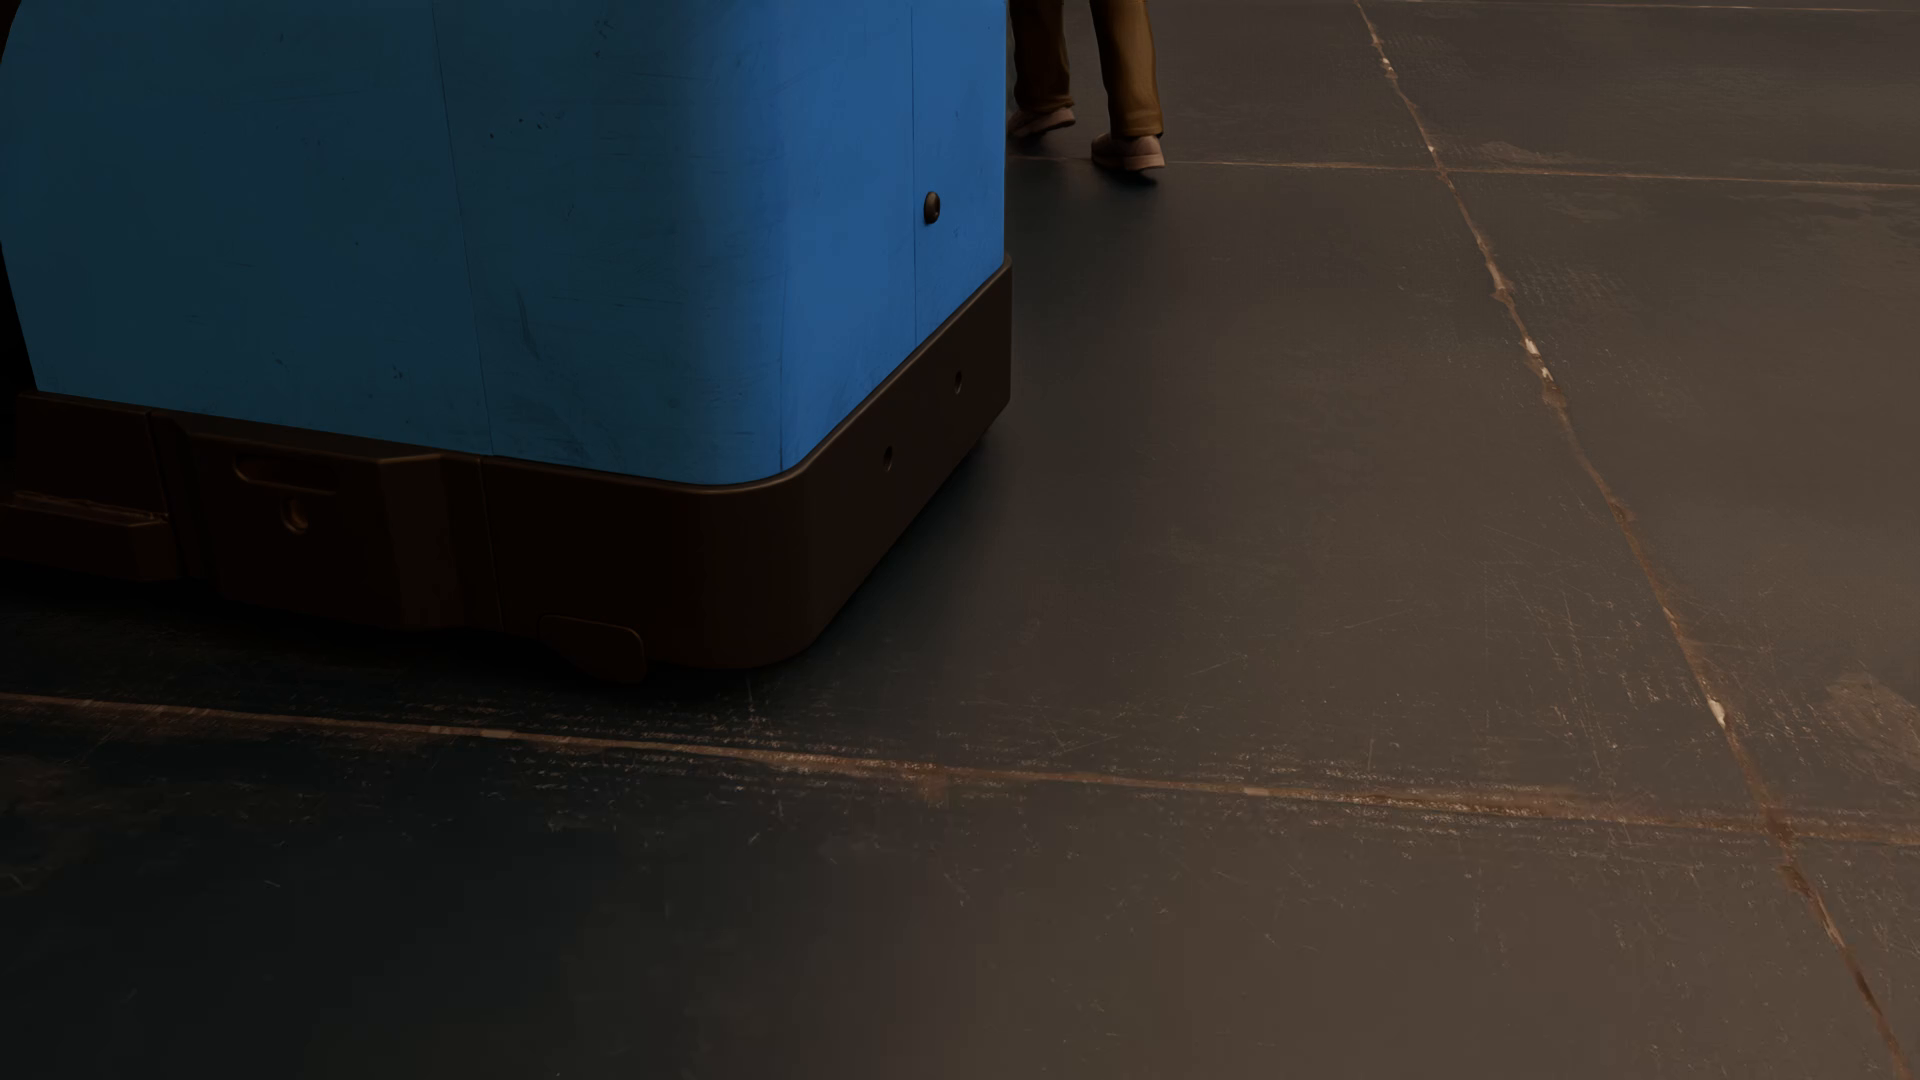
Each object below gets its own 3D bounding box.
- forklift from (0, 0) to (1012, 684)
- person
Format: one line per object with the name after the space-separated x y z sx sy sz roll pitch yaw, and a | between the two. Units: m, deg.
-1.489 -1.510 2.243 3.031 2.935 1.130 8 28 16 | forklift
0.347 -1.808 4.274 0.628 1.761 0.963 -11 29 -21 | person
